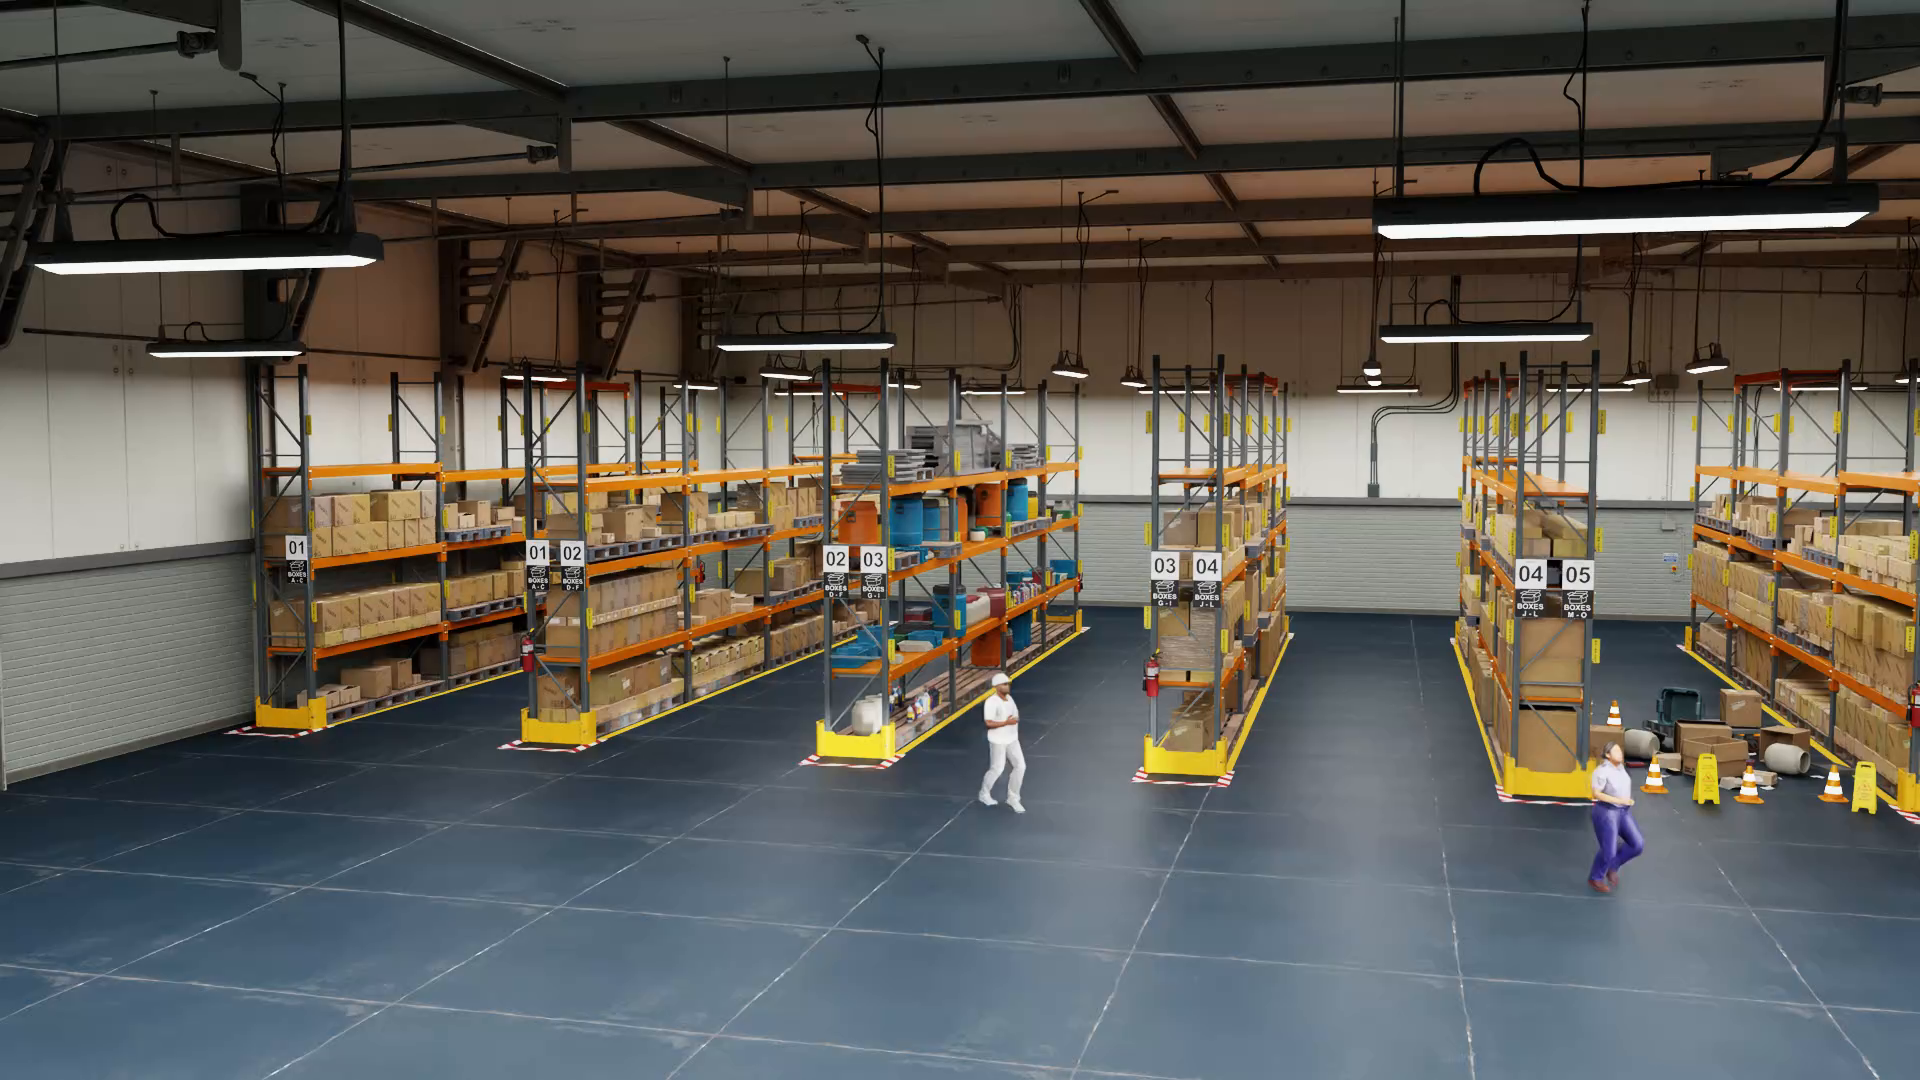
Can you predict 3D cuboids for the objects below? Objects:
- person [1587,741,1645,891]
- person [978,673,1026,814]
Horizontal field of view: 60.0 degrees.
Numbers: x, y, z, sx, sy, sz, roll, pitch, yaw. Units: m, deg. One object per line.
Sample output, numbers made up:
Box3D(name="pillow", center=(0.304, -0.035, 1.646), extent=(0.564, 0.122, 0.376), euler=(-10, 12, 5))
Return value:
Box3D(name="person", center=(7.003, 2.959, 17.786), extent=(0.661, 1.617, 0.570), euler=(-3, 5, -34))
Box3D(name="person", center=(0.556, 2.634, 21.543), extent=(0.730, 1.823, 0.674), euler=(4, 5, 42))
